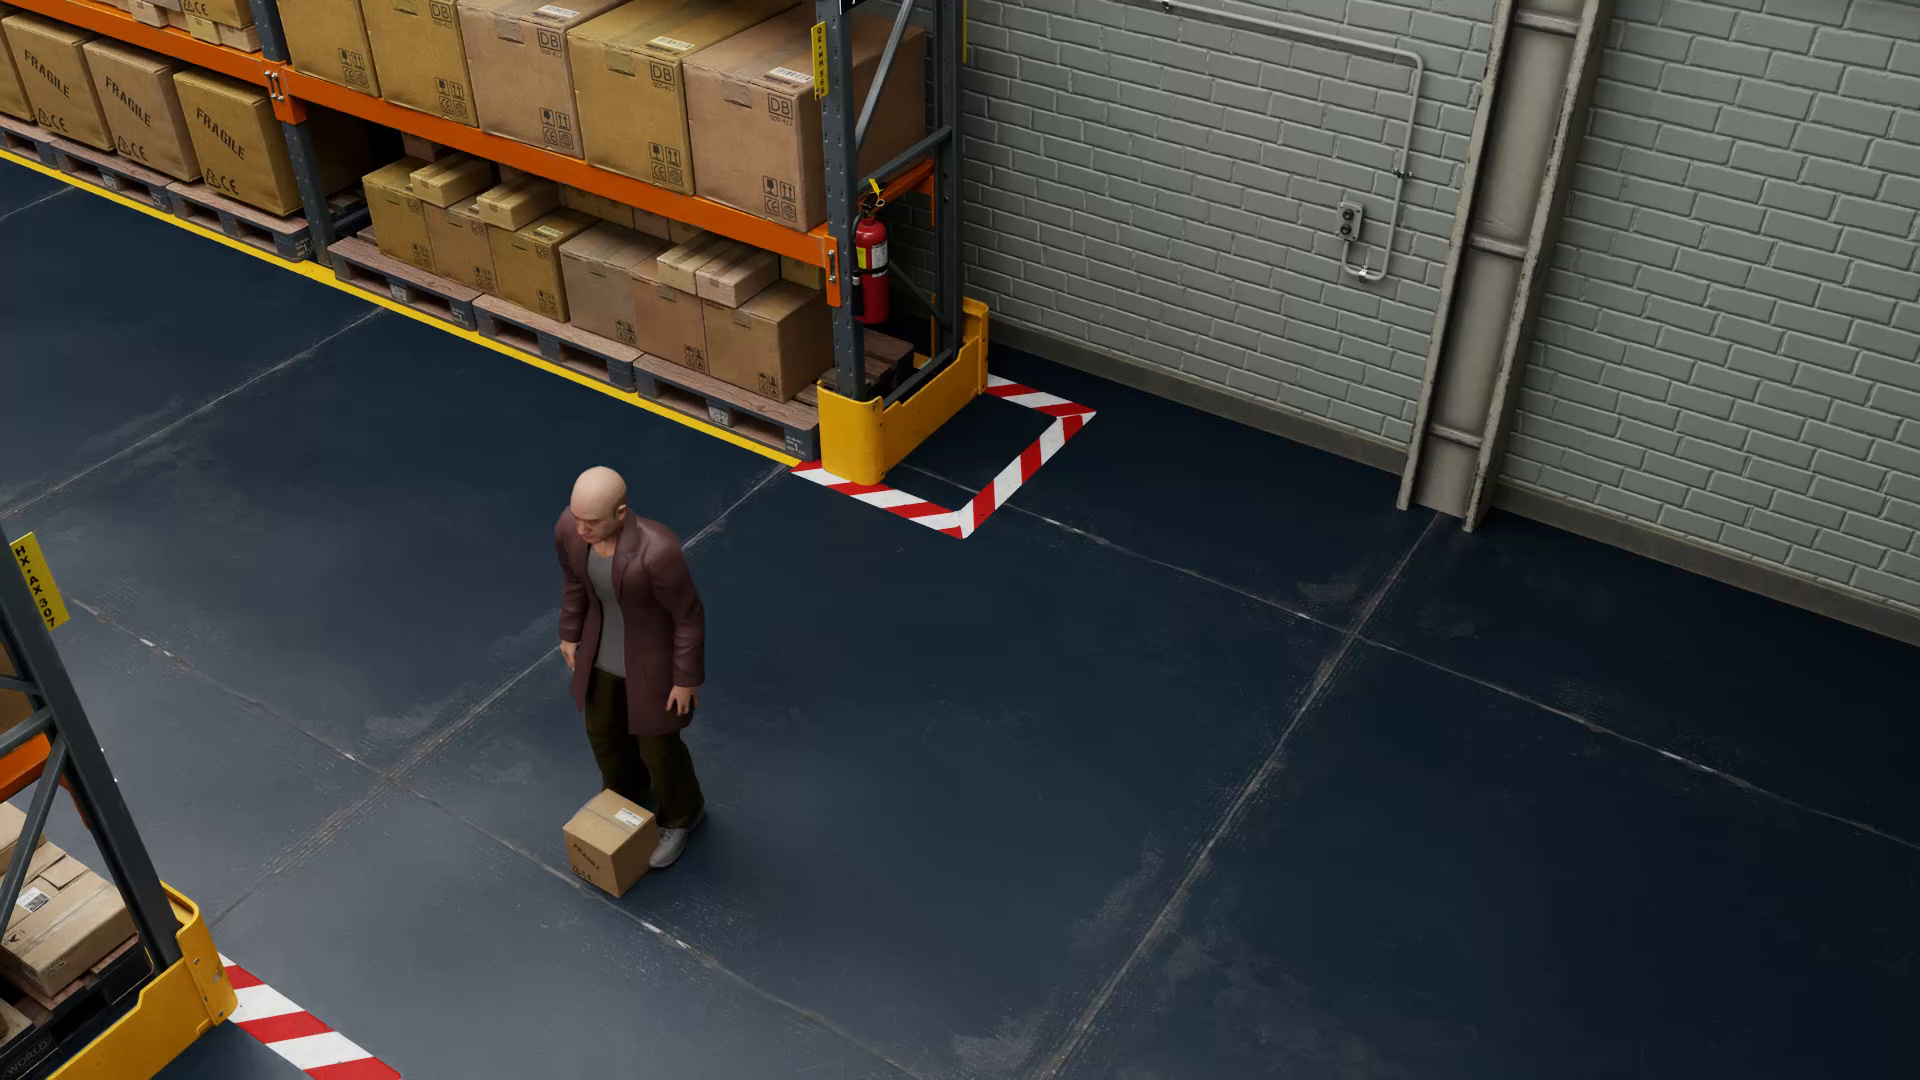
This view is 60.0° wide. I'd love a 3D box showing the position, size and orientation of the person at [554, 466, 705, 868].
[{"bbox_3d":[-1.214,0.439,6.131,0.642,1.772,0.428,19,42,23],"label":"person"}]
